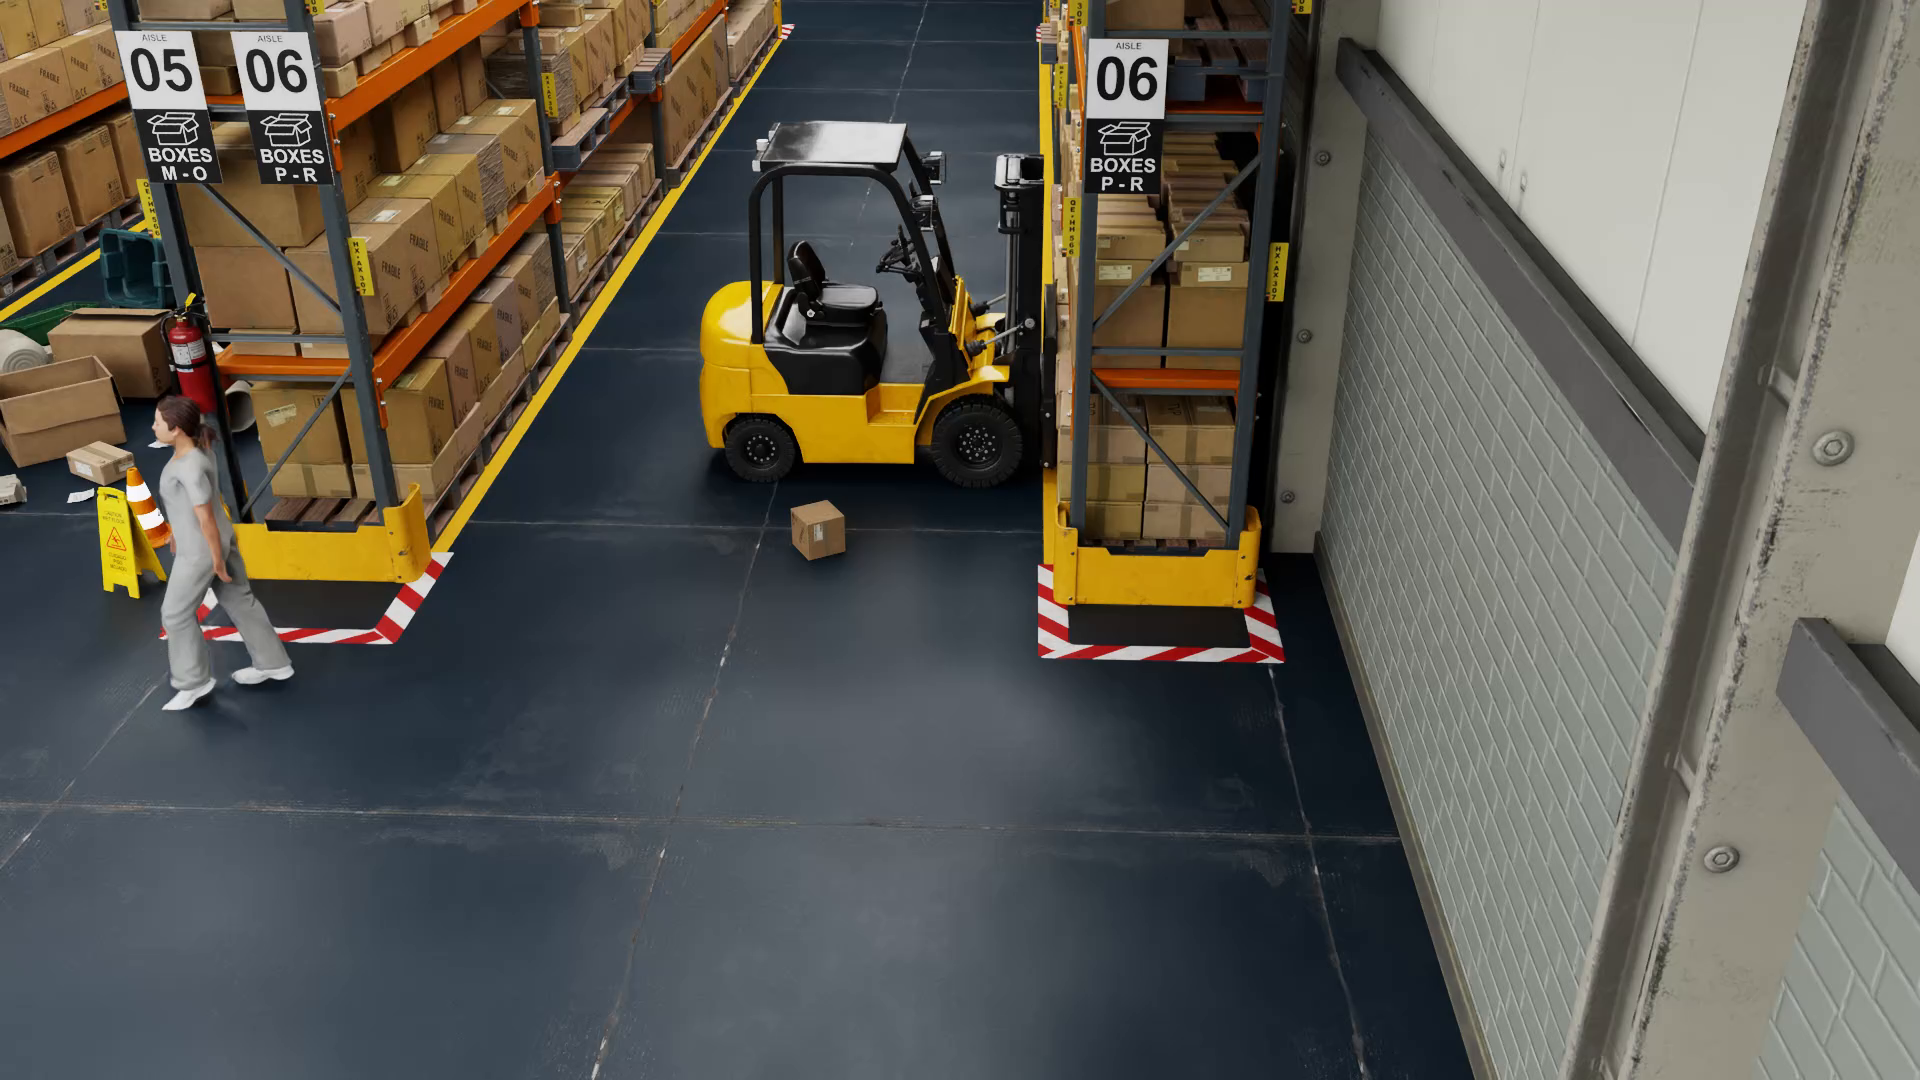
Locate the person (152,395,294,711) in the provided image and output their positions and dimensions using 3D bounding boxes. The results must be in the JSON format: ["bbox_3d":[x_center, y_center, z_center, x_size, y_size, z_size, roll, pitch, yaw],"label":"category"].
[{"bbox_3d":[-3.909,0.064,8.537,0.664,1.719,0.455,-7,29,-12],"label":"person"}]
